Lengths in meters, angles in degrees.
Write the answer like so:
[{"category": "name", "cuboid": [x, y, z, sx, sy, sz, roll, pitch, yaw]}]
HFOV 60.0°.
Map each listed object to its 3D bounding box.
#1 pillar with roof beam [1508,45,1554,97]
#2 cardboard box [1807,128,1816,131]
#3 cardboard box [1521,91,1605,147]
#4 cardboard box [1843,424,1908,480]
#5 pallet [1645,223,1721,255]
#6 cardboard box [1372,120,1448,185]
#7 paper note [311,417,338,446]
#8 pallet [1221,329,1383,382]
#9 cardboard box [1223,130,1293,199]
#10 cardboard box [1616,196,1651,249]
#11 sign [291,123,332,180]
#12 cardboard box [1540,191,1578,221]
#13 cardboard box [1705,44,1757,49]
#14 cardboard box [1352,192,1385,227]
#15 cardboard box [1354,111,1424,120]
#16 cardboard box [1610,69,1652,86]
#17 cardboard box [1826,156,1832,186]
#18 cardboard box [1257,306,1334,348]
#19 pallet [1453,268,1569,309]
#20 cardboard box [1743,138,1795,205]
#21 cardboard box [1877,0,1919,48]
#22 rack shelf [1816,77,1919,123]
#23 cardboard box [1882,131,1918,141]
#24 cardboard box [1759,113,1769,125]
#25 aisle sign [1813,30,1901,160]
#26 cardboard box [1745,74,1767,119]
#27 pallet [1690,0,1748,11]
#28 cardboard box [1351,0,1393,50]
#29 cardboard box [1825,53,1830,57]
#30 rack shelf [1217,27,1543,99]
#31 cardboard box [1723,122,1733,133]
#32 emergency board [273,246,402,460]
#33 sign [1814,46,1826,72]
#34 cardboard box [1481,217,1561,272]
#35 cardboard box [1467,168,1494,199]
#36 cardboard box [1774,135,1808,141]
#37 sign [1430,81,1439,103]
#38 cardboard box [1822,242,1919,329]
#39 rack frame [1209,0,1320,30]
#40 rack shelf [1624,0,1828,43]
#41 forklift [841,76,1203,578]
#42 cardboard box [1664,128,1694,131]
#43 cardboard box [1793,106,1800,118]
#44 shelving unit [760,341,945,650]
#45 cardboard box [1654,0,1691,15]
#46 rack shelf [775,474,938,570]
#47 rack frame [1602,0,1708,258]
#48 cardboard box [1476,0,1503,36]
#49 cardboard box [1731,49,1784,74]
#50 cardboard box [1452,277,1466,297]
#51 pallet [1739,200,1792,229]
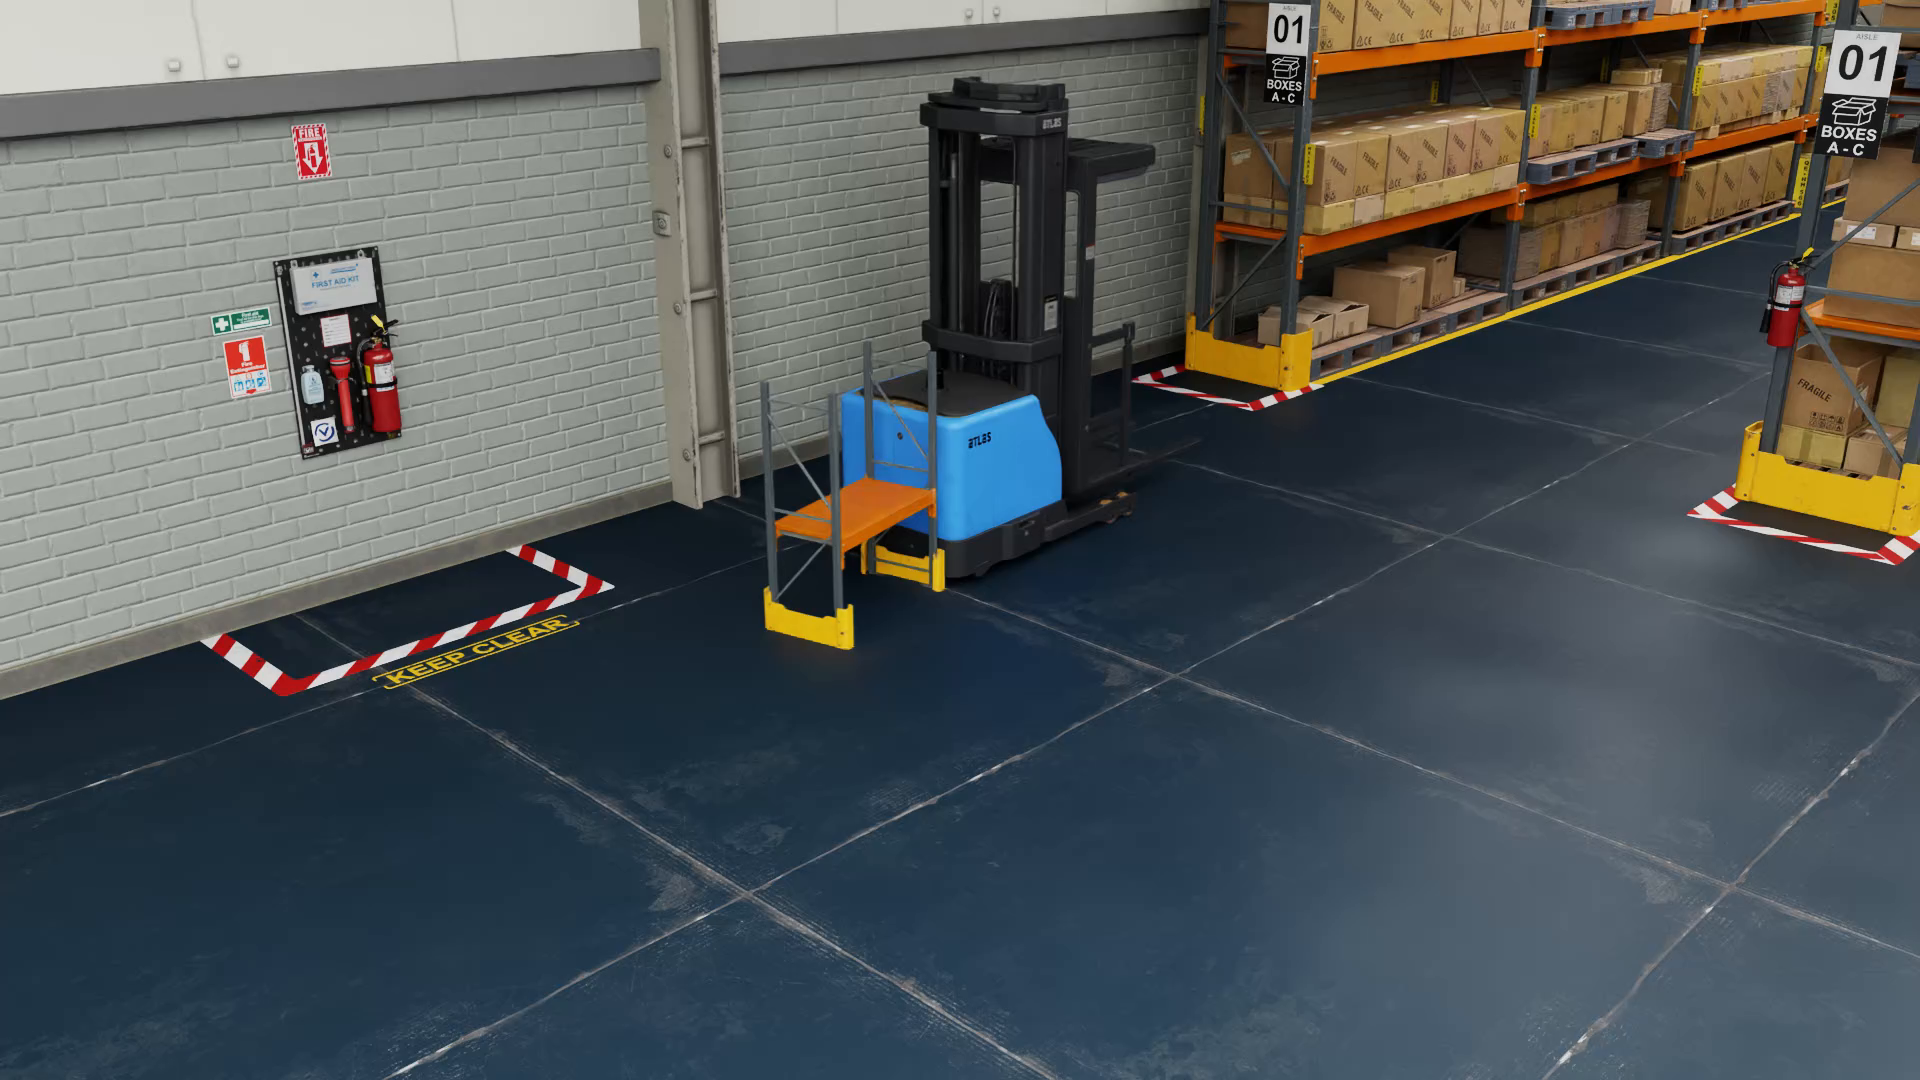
[{"category": "pillar with roof beam", "cuboid": [9.644, -6.511, 15.470, 9.100, 9.000, 0.400, 19, 28, 41]}, {"category": "cardboard box", "cuboid": [12.489, -5.911, 24.267, 0.250, 0.149, 0.380, -20, 28, -41]}, {"category": "cardboard box", "cuboid": [6.507, -4.570, 18.032, 0.500, 0.500, 0.700, -16, 26, -35]}, {"category": "cardboard box", "cuboid": [6.590, -0.605, 11.714, 0.500, 0.250, 0.500, 19, 28, 41]}, {"category": "pallet", "cuboid": [8.690, -3.788, 20.635, 1.003, 0.211, 1.213, 19, 28, 41]}, {"category": "cardboard box", "cuboid": [4.122, -3.577, 15.337, 0.500, 0.500, 0.500, -19, 28, -40]}, {"category": "paper note", "cuboid": [-3.736, -0.638, 9.781, 0.016, 0.148, 0.142, 19, 28, 41]}, {"category": "pallet", "cuboid": [3.150, -1.767, 15.377, 1.003, 0.211, 1.213, 19, 28, 41]}, {"category": "cardboard box", "cuboid": [2.681, -3.313, 14.648, 0.500, 0.500, 0.500, 19, 28, 40]}, {"category": "cardboard box", "cuboid": [7.621, -3.746, 19.510, 0.500, 0.500, 0.700, -20, 29, -41]}, {"category": "sign", "cuboid": [-3.640, -2.182, 9.340, 0.001, 0.298, 0.199, 19, 28, 41]}, {"category": "cardboard box", "cuboid": [6.462, -3.708, 18.366, 0.500, 0.250, 0.500, 18, 28, 39]}, {"category": "cardboard box", "cuboid": [10.008, -6.289, 21.630, 0.500, 0.250, 0.500, 20, 28, 41]}, {"category": "cardboard box", "cuboid": [3.425, -2.971, 14.805, 0.500, 0.250, 0.500, 18, 28, 39]}, {"category": "cardboard box", "cuboid": [4.103, -3.839, 16.018, 0.500, 0.500, 0.500, -19, 28, -41]}, {"category": "cardboard box", "cuboid": [7.653, -5.278, 18.968, 0.380, 0.149, 0.250, 14, 25, 32]}, {"category": "cardboard box", "cuboid": [11.824, -5.258, 23.472, 0.700, 0.500, 0.500, 19, 28, 40]}, {"category": "cardboard box", "cuboid": [3.052, -1.955, 15.113, 0.500, 0.311, 0.500, 15, 26, 35]}, {"category": "pallet", "cuboid": [5.837, -2.776, 18.003, 1.003, 0.211, 1.213, 19, 28, 41]}, {"category": "cardboard box", "cuboid": [10.516, -4.927, 22.122, 0.750, 0.750, 0.750, 20, 28, 41]}, {"category": "cardboard box", "cuboid": [6.461, -3.466, 10.807, 0.637, 0.503, 0.797, -18, 27, -38]}, {"category": "rack shelf", "cuboid": [7.452, -3.189, 12.011, 1.077, 0.370, 4.000, 19, 28, 41]}, {"category": "cardboard box", "cuboid": [6.791, -2.529, 11.527, 0.700, 0.500, 0.500, 18, 28, 39]}, {"category": "cardboard box", "cuboid": [10.111, -5.413, 21.299, 0.380, 0.149, 0.250, 19, 28, 41]}, {"category": "aisle sign", "cuboid": [5.800, -2.880, 10.764, 0.394, 0.787, 0.004, 19, 28, 41]}, {"category": "cardboard box", "cuboid": [9.685, -5.556, 20.768, 0.500, 0.500, 0.500, -19, 28, -41]}, {"category": "pallet", "cuboid": [8.497, -6.396, 19.617, 1.003, 0.211, 1.213, -19, 28, -40]}, {"category": "cardboard box", "cuboid": [3.318, -4.458, 14.143, 0.500, 0.500, 0.500, -18, 27, -39]}, {"category": "cardboard box", "cuboid": [11.779, -6.395, 23.114, 0.980, 0.700, 0.700, 18, 28, 39]}, {"category": "rack shelf", "cuboid": [3.900, -4.427, 15.234, 1.077, 0.370, 4.000, 19, 28, 41]}, {"category": "cardboard box", "cuboid": [9.359, -5.162, 20.646, 0.250, 0.149, 0.380, -20, 28, -41]}, {"category": "emergency board", "cuboid": [-3.563, -1.077, 9.697, 0.194, 1.169, 0.643, 19, 28, 41]}, {"category": "sign", "cuboid": [11.272, -6.304, 21.791, 0.100, 0.325, 0.005, 19, 28, 41]}, {"category": "cardboard box", "cuboid": [6.121, -3.254, 18.232, 0.700, 0.500, 0.500, 19, 28, 40]}, {"category": "cardboard box", "cuboid": [4.829, -3.493, 16.162, 0.500, 0.250, 0.500, 19, 28, 41]}, {"category": "cardboard box", "cuboid": [11.777, -5.648, 23.584, 0.380, 0.149, 0.250, 18, 27, 39]}, {"category": "sign", "cuboid": [4.895, -4.556, 17.132, 0.100, 0.325, 0.005, 19, 28, 41]}, {"category": "cardboard box", "cuboid": [6.392, -1.774, 11.369, 0.700, 0.500, 0.500, 19, 28, 41]}, {"category": "rack frame", "cuboid": [2.505, -5.649, 13.230, 1.000, 3.000, 0.127, 19, 28, 41]}, {"category": "rack shelf", "cuboid": [9.481, -6.484, 20.585, 1.077, 0.370, 4.000, 19, 28, 41]}, {"category": "forklift", "cuboid": [0.575, -1.585, 11.113, 1.130, 2.935, 3.031, 17, 27, 38]}, {"category": "cardboard box", "cuboid": [8.481, -4.824, 19.767, 0.380, 0.149, 0.250, 19, 28, 40]}, {"category": "cardboard box", "cuboid": [10.843, -5.668, 21.962, 0.380, 0.149, 0.250, 20, 28, 41]}, {"category": "shelving unit", "cuboid": [-0.616, -0.291, 9.742, 0.587, 1.500, 1.083, 12, 24, 29]}, {"category": "cardboard box", "cuboid": [7.777, -6.021, 18.473, 0.500, 0.311, 0.500, 19, 28, 41]}, {"category": "rack shelf", "cuboid": [-0.621, -0.121, 9.799, 0.538, 0.185, 1.000, 12, 24, 29]}, {"category": "rack frame", "cuboid": [8.086, -4.905, 19.656, 1.000, 3.000, 0.127, 19, 28, 41]}, {"category": "cardboard box", "cuboid": [4.758, -5.015, 15.593, 0.500, 0.500, 0.500, 16, 26, 36]}, {"category": "cardboard box", "cuboid": [10.014, -6.034, 20.966, 0.500, 0.250, 0.500, -19, 28, -41]}, {"category": "cardboard box", "cuboid": [4.944, -2.615, 17.033, 0.380, 0.166, 0.250, 15, 26, 34]}, {"category": "pallet", "cuboid": [10.392, -4.415, 22.266, 1.003, 0.211, 1.213, 19, 28, 41]}]
